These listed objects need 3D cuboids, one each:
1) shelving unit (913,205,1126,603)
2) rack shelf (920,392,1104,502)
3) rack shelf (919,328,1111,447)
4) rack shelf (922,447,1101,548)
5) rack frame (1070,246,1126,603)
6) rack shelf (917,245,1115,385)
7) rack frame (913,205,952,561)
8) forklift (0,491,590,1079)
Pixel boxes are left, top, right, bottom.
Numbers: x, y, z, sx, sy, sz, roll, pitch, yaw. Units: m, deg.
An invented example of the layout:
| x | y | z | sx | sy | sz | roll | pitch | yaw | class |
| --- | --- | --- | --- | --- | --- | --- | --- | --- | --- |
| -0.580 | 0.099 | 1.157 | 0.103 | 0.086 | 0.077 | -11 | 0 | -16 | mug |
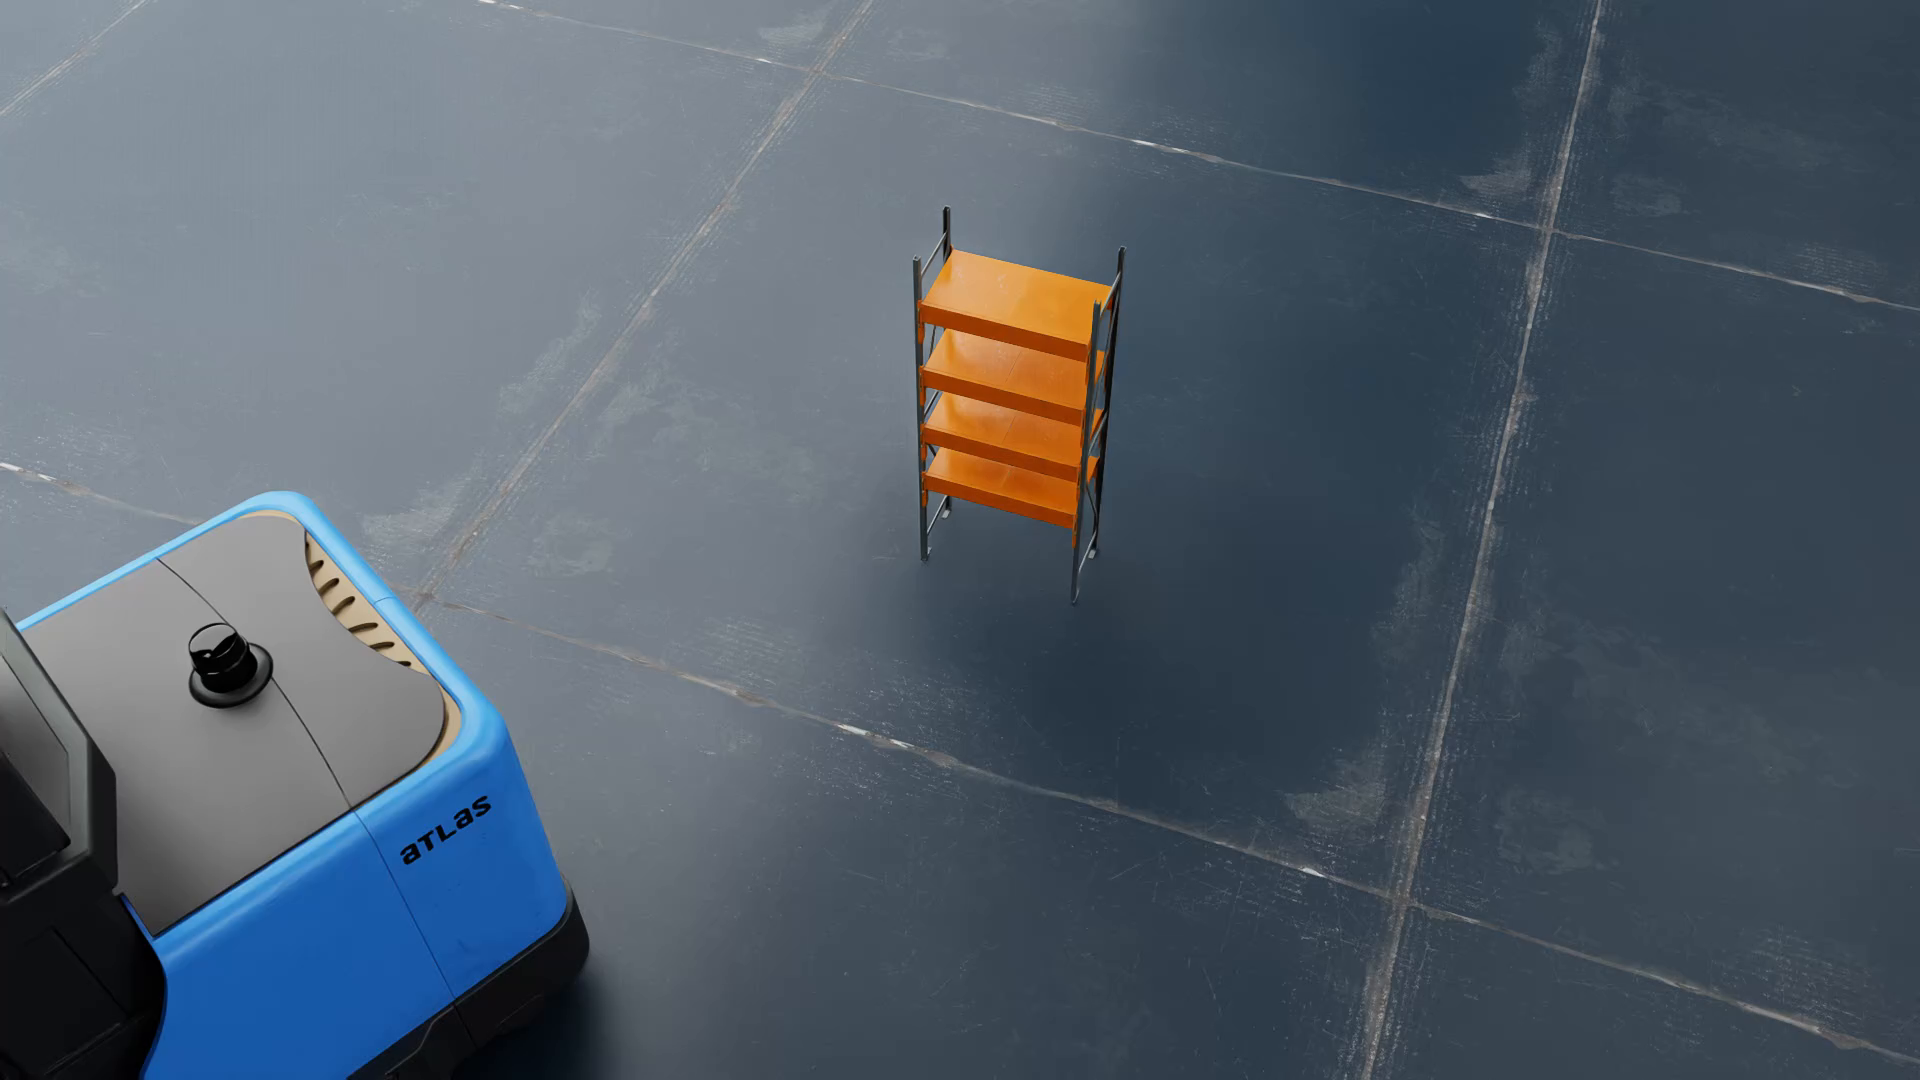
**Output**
| x | y | z | sx | sy | sz | roll | pitch | yaw | class |
| --- | --- | --- | --- | --- | --- | --- | --- | --- | --- |
| 0.155 | -0.350 | 4.759 | 0.503 | 1.200 | 0.258 | 16 | 51 | 13 | shelving unit |
| 0.155 | -0.306 | 4.810 | 0.480 | 0.148 | 0.258 | 16 | 51 | 13 | rack shelf |
| 0.155 | -0.452 | 4.641 | 0.480 | 0.148 | 0.258 | 16 | 51 | 13 | rack shelf |
| 0.155 | -0.176 | 4.960 | 0.480 | 0.148 | 0.258 | 16 | 51 | 13 | rack shelf |
| 0.384 | -0.286 | 4.704 | 0.015 | 1.200 | 0.240 | 16 | 51 | 13 | rack frame |
| 0.155 | -0.607 | 4.462 | 0.480 | 0.148 | 0.258 | 16 | 51 | 13 | rack shelf |
| -0.074 | -0.414 | 4.814 | 0.015 | 1.200 | 0.240 | 16 | 51 | 13 | rack frame |
| -2.376 | 0.619 | 2.774 | 3.031 | 2.935 | 1.130 | -35 | 57 | -26 | forklift |
